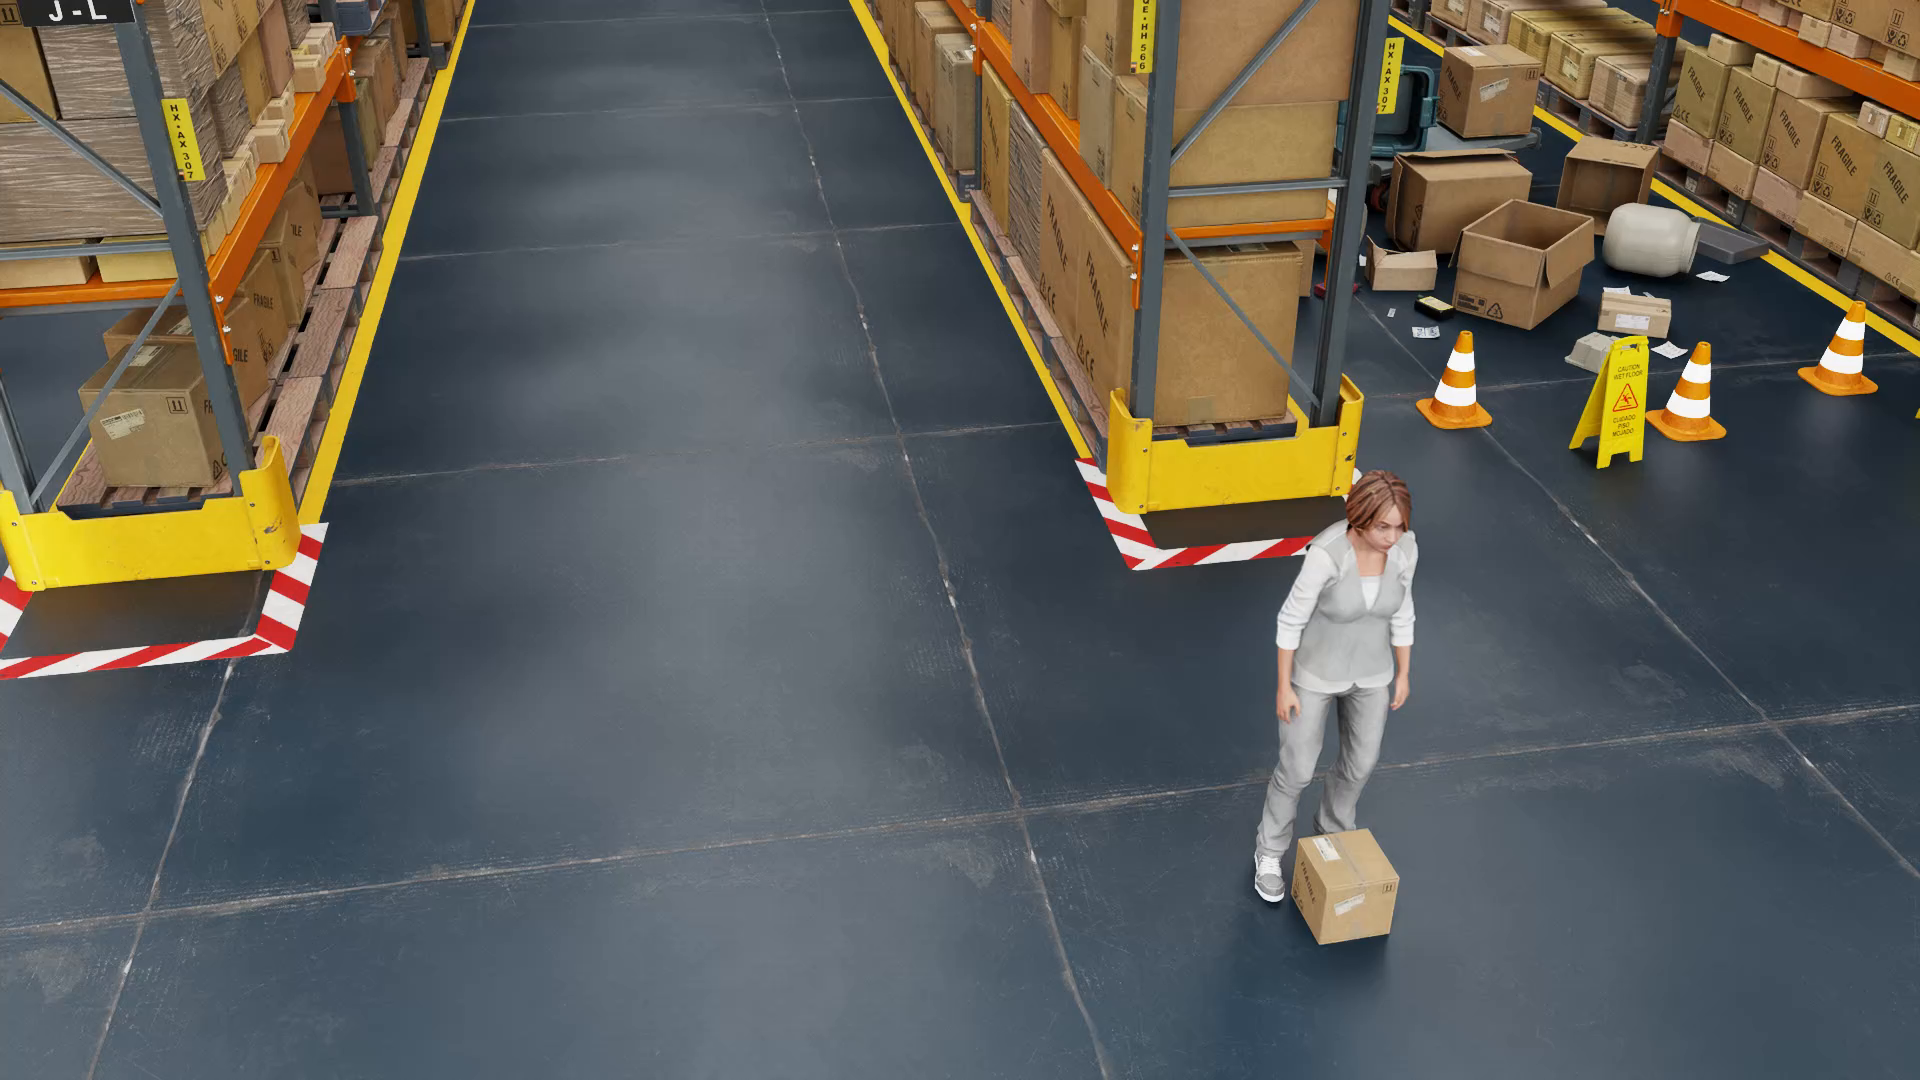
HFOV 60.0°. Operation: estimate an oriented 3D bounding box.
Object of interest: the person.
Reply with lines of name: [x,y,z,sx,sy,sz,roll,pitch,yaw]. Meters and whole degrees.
person: [1.229,0.459,5.382,0.476,1.593,0.348,-6,32,-10]
